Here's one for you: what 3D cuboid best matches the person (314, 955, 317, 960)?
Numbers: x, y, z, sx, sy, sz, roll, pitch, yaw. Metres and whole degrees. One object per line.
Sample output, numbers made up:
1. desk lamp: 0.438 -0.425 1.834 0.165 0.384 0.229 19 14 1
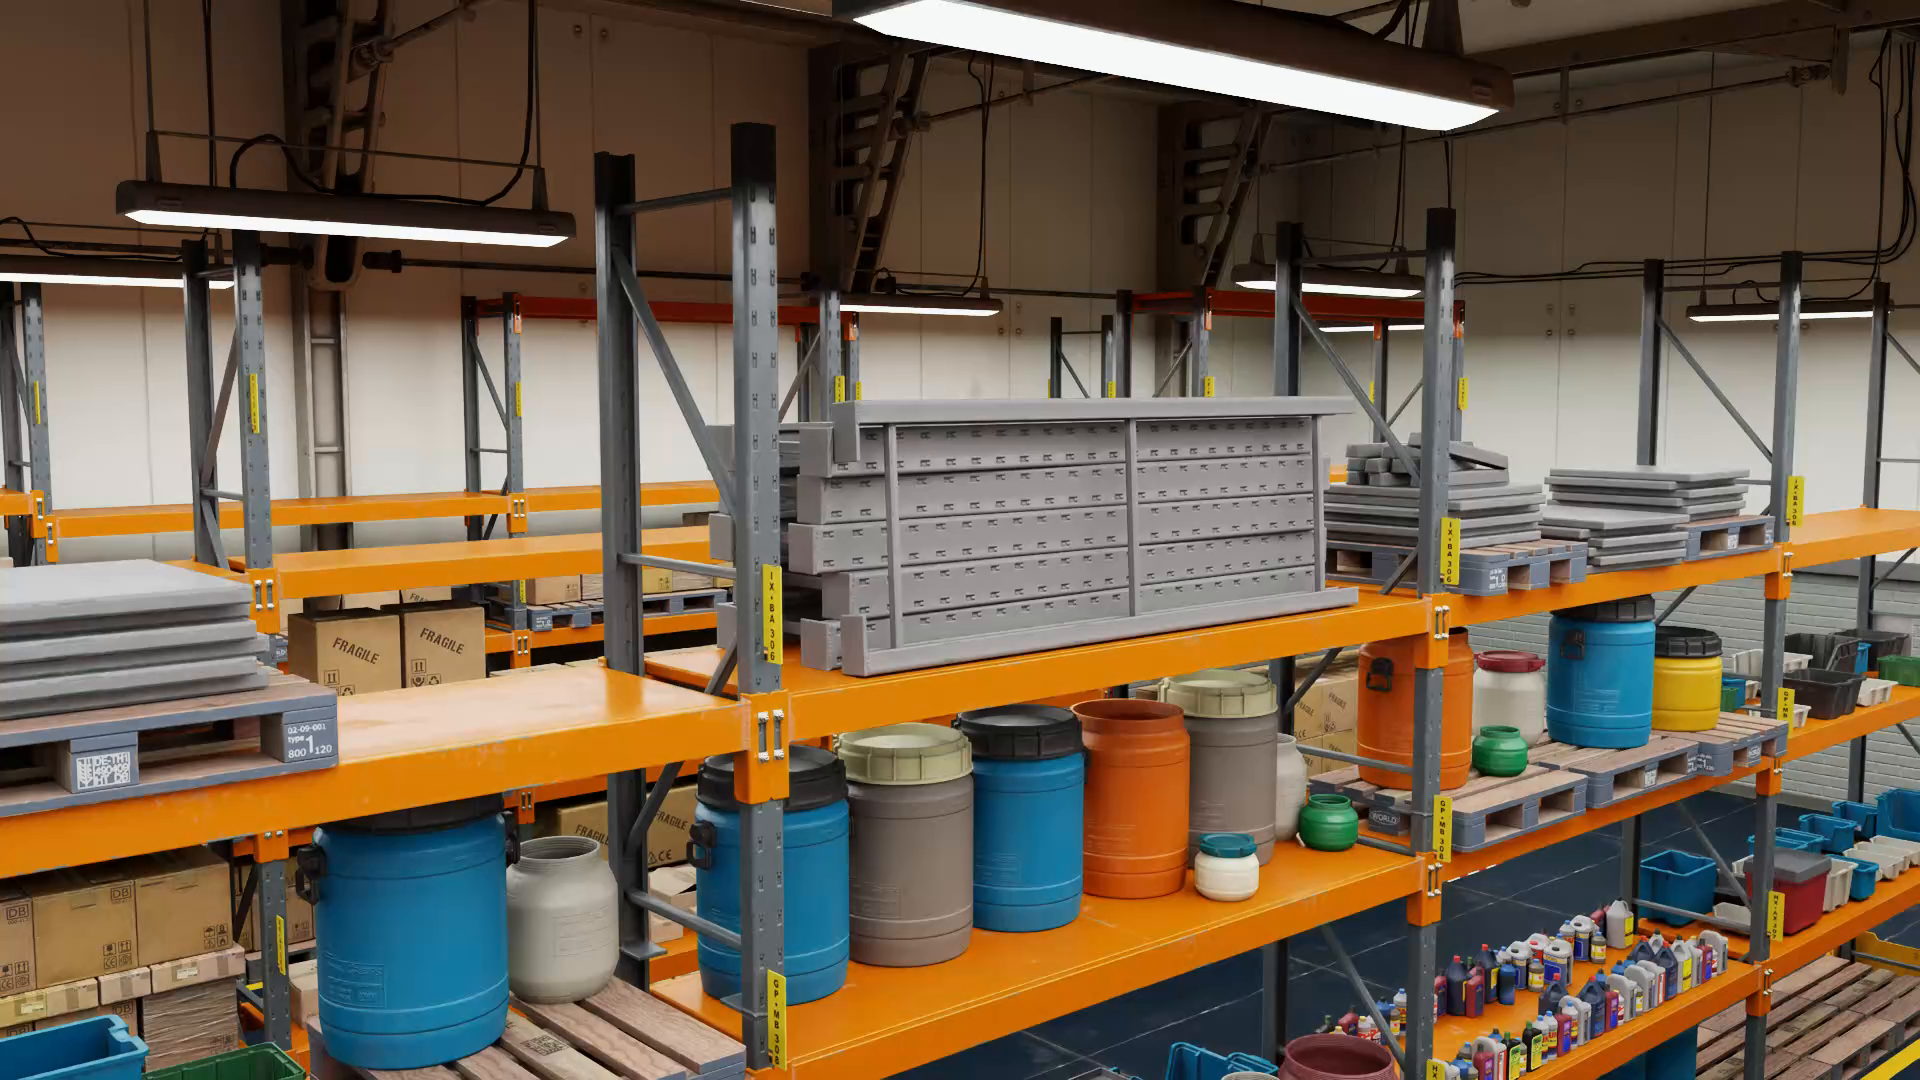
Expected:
1. person: -4.270 3.162 11.896 0.890 1.787 0.644 -4 7 -38
